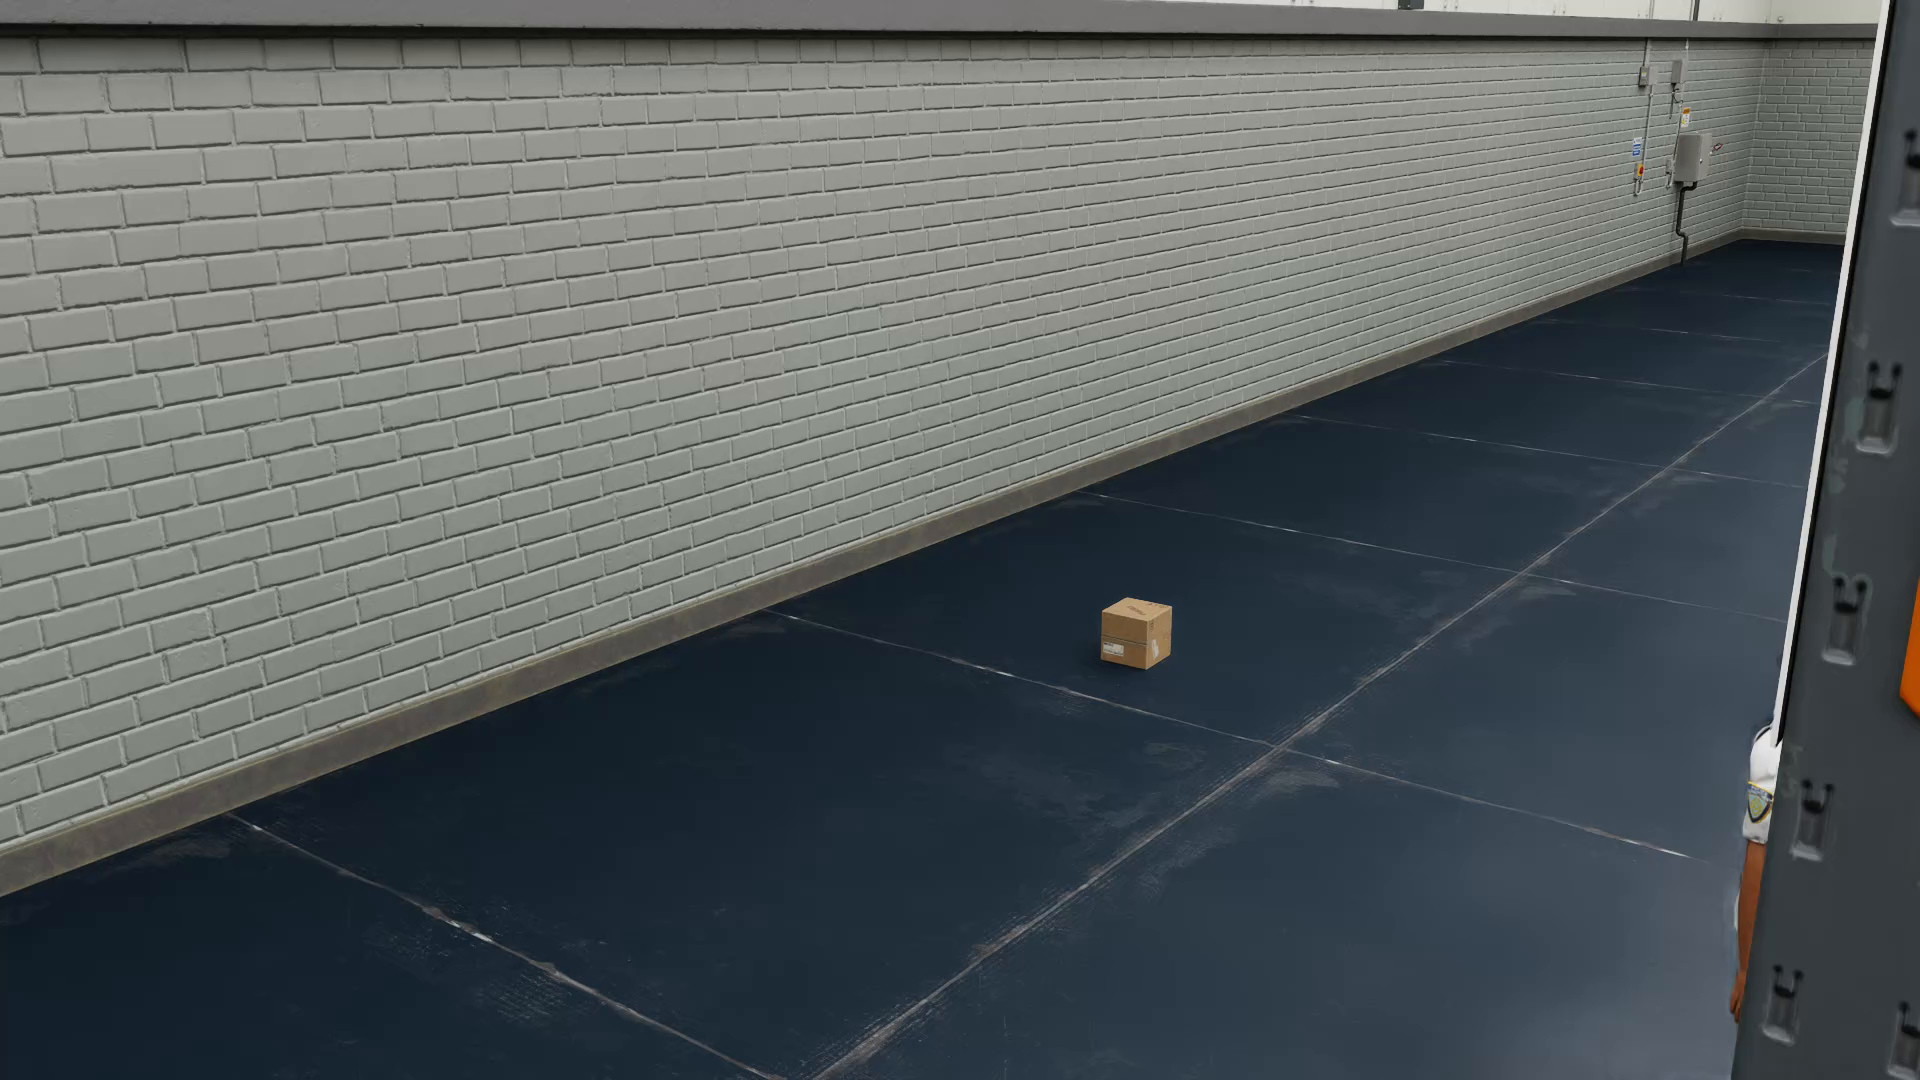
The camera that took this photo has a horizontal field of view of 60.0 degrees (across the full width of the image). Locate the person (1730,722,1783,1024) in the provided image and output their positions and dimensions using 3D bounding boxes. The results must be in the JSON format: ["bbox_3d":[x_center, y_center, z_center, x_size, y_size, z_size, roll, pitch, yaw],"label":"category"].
[{"bbox_3d":[1.991,0.940,3.828,0.487,1.650,0.513,-4,17,-14],"label":"person"}]
